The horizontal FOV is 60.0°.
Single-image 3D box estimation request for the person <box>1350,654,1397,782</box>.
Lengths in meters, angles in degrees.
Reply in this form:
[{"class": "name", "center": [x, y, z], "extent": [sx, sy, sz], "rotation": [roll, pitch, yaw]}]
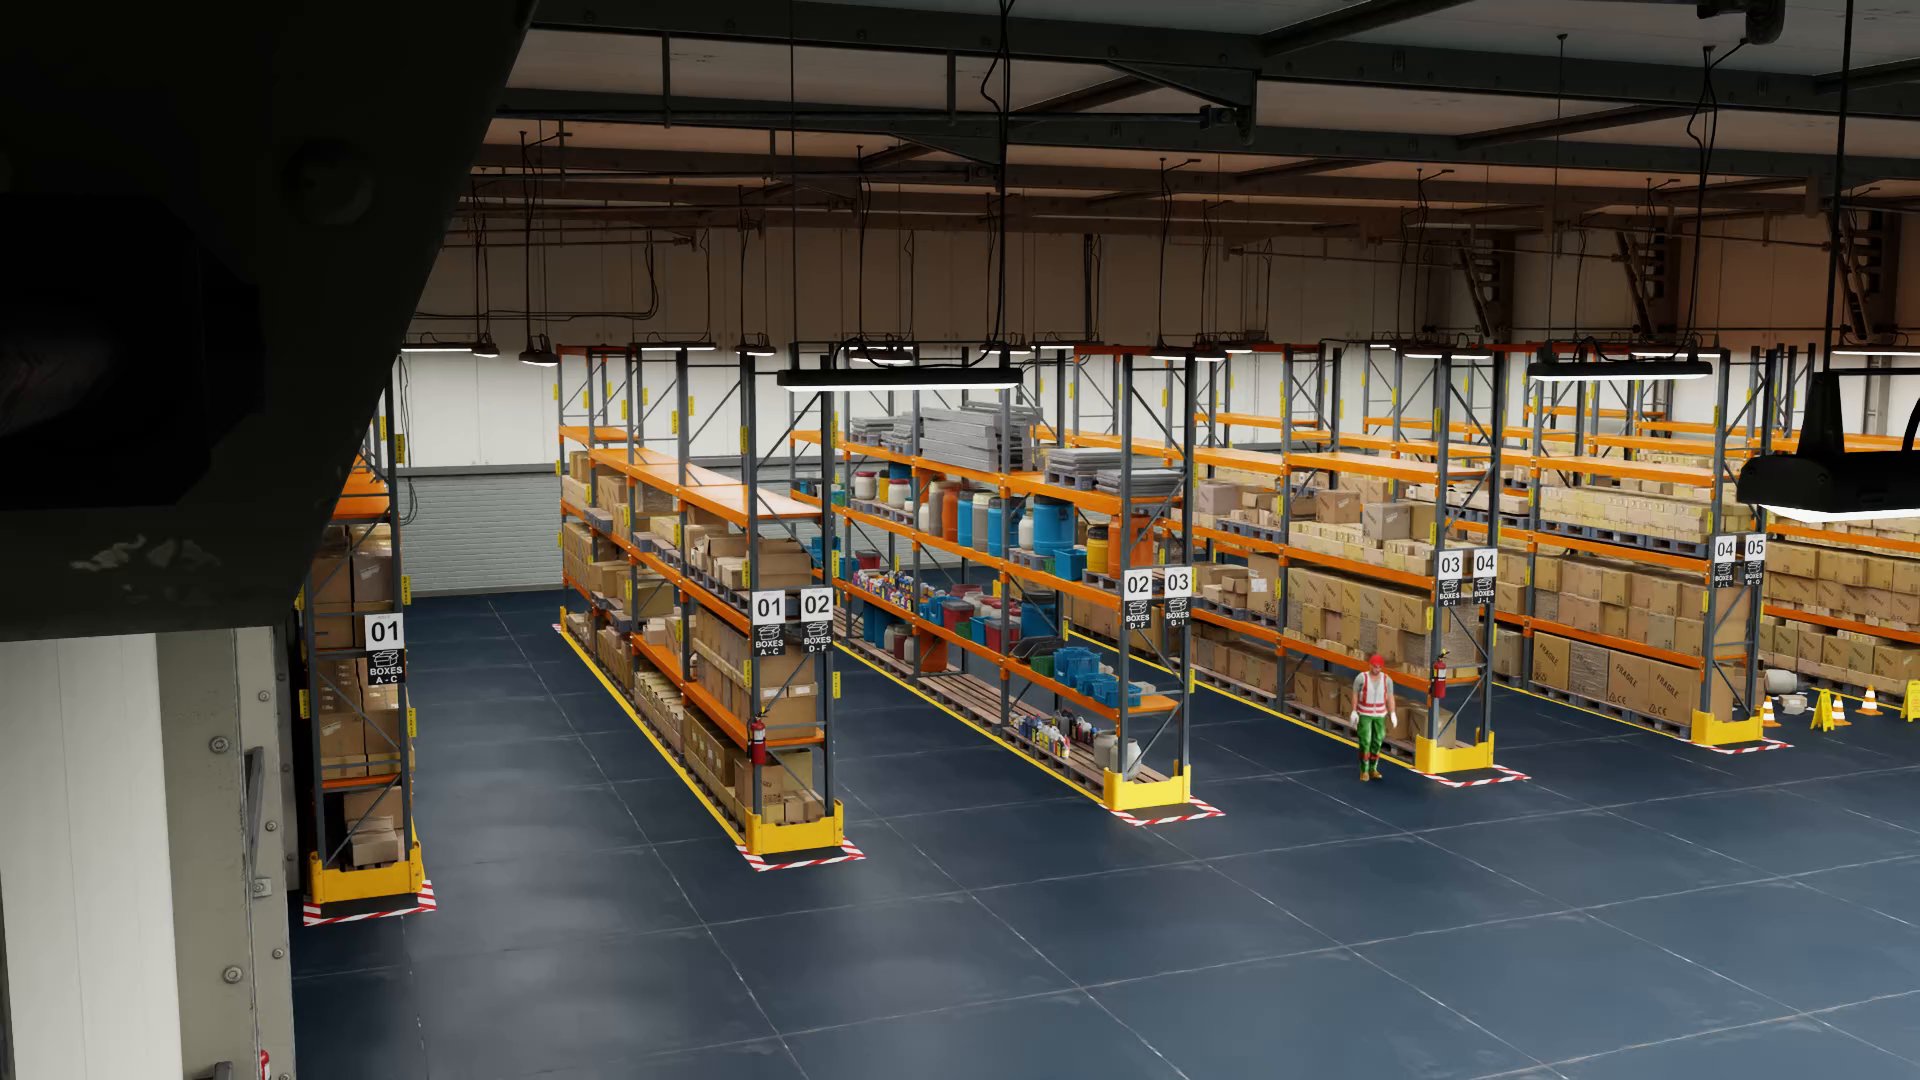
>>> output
[{"class": "person", "center": [5.799, 2.506, 23.333], "extent": [0.625, 1.849, 0.414], "rotation": [0, 7, -2]}]
